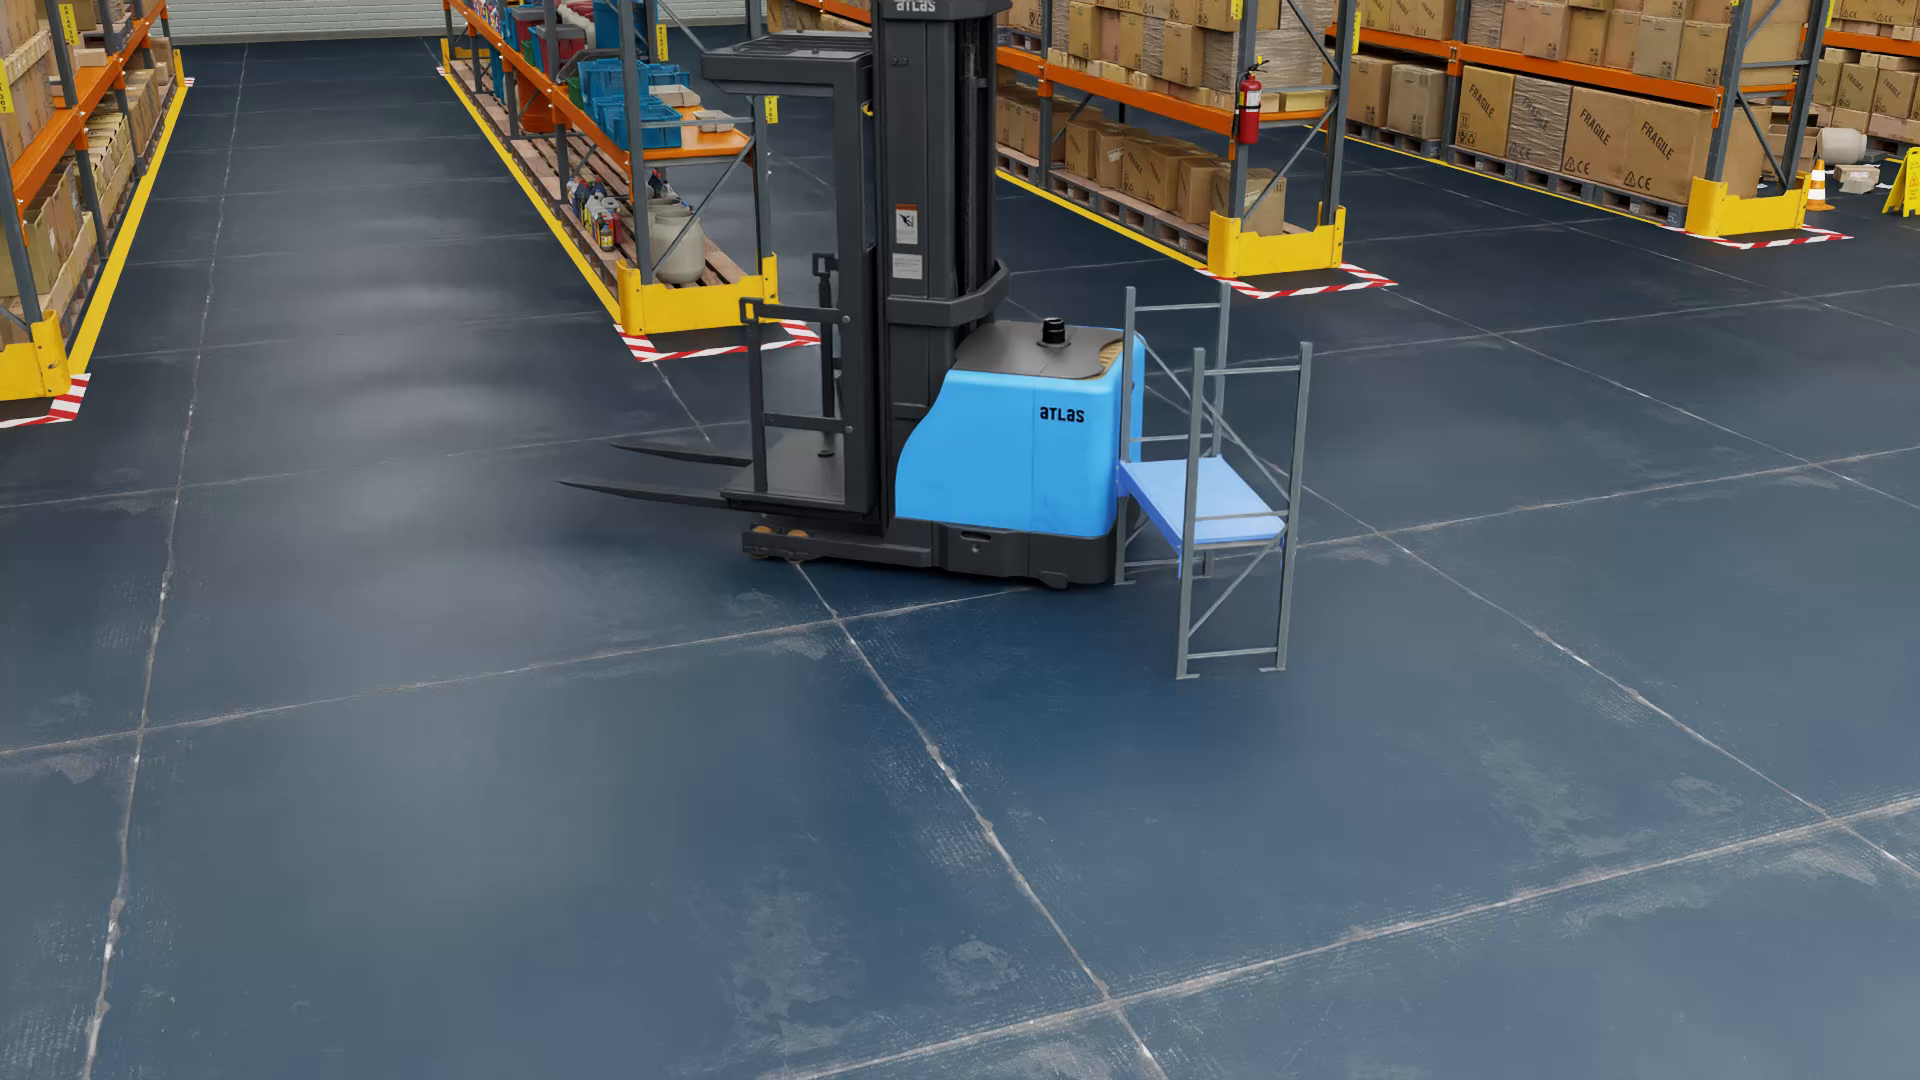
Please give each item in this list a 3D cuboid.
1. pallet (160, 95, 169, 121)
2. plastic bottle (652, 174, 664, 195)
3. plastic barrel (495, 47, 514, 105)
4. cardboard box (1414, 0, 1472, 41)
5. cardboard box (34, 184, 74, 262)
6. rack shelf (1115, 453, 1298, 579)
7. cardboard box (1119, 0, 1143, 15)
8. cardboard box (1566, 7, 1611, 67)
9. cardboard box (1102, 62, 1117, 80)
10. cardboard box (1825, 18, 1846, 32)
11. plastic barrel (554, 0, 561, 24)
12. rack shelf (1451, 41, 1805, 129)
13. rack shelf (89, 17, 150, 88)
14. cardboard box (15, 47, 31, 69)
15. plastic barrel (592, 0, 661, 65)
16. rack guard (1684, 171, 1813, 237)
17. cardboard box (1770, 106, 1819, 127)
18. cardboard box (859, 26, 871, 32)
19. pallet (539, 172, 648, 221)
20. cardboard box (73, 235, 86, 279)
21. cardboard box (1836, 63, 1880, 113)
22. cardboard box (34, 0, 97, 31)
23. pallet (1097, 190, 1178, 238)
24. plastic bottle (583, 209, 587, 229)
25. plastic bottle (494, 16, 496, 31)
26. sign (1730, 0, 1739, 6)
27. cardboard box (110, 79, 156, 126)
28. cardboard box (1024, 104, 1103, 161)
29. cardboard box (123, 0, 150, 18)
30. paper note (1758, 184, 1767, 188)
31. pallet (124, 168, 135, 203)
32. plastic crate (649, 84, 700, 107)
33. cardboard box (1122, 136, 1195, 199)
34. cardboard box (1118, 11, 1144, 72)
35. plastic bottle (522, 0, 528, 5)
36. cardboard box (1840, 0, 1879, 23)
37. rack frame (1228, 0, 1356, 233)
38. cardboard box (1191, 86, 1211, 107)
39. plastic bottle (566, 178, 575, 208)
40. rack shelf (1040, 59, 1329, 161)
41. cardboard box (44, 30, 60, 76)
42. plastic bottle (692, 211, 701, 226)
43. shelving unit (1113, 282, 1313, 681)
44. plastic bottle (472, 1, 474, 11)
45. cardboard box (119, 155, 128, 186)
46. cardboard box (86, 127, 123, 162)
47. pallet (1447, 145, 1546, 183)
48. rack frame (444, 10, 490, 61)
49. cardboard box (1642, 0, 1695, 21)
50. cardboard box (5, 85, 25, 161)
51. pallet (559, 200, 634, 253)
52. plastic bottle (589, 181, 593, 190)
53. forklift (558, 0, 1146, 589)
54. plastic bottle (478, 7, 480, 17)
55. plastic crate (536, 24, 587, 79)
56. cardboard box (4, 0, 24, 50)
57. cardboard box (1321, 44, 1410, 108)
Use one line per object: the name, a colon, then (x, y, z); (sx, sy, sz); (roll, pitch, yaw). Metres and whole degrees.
pallet: (-11.020, -5.660, 21.907); (1.003, 0.211, 1.213); (-8, 24, -19)
plastic bottle: (-2.752, -3.185, 15.288); (0.144, 0.351, 0.185); (-10, 25, -22)
plastic barrel: (-5.717, -6.143, 21.623); (0.600, 0.901, 0.708); (-8, 24, -19)
cardboard box: (5.558, -5.989, 18.969); (0.500, 0.500, 0.500); (-8, 24, -19)
cardboard box: (-7.048, -2.378, 12.563); (0.500, 0.500, 0.500); (-8, 24, -19)
rack shelf: (1.100, -0.127, 7.583); (0.538, 0.185, 1.000); (-4, 23, -10)
cardboard box: (1.779, -5.048, 15.066); (0.500, 0.500, 0.500); (-8, 24, -19)
cardboard box: (6.711, -5.139, 16.887); (0.875, 0.550, 0.500); (-8, 24, -19)
cardboard box: (1.575, -4.460, 15.794); (0.380, 0.149, 0.250); (-8, 24, -19)
cardboard box: (10.536, -6.147, 19.796); (0.380, 0.149, 0.250); (-8, 24, -17)
plastic barrel: (-4.283, -5.856, 18.606); (0.600, 0.536, 0.708); (-8, 24, -19)
rack shelf: (6.699, -4.732, 17.041); (1.077, 0.370, 4.000); (-8, 24, -19)
rack shelf: (-10.072, -5.637, 19.188); (1.077, 0.370, 4.000); (-8, 24, -19)
cardboard box: (-7.209, -3.602, 12.471); (0.380, 0.149, 0.250); (-8, 24, -17)
plastic barrel: (-3.170, -4.880, 15.820); (0.600, 0.901, 0.708); (-8, 24, -19)
rack guard: (7.414, -3.176, 15.642); (1.175, 0.500, 0.348); (-8, 24, -19)
cardboard box: (9.693, -4.779, 19.442); (0.500, 0.500, 0.500); (8, 24, 18)
cardboard box: (-0.629, -6.393, 22.250); (1.225, 0.875, 0.875); (-8, 24, -19)
pallet: (-3.631, -3.462, 16.691); (1.003, 0.211, 1.213); (-8, 24, -19)
cardboard box: (-7.227, -2.214, 13.139); (0.500, 0.250, 0.500); (-8, 24, -19)
cardboard box: (10.743, -5.334, 19.576); (0.500, 0.500, 0.500); (-7, 24, -17)
cardboard box: (-9.694, -5.695, 17.730); (0.700, 0.500, 0.500); (-18, 29, -36)
pallet: (2.021, -3.178, 16.018); (1.003, 0.211, 1.213); (-8, 24, -19)
plastic bottle: (-3.276, -2.855, 14.698); (0.097, 0.201, 0.097); (0, 23, 0)
plastic bottle: (-5.481, -6.151, 19.738); (0.097, 0.201, 0.097); (0, 23, 0)
sign: (6.893, -4.910, 14.741); (0.100, 0.325, 0.005); (-8, 24, -19)
cardboard box: (-9.993, -5.243, 19.979); (0.500, 0.500, 0.500); (-8, 24, -18)
cardboard box: (1.119, -4.423, 18.034); (0.700, 0.500, 0.500); (-10, 25, -23)
cardboard box: (-10.704, -6.964, 21.281); (0.500, 0.500, 0.500); (-8, 24, -18)
paper note: (8.454, -3.755, 17.622); (0.144, 0.017, 0.142); (0, 23, -1)
pallet: (-9.111, -3.652, 17.144); (1.003, 0.211, 1.213); (-8, 24, -19)
plastic crate: (-2.507, -3.790, 14.219); (0.530, 0.136, 0.437); (-8, 24, -19)
cardboard box: (1.922, -3.615, 16.143); (0.500, 0.500, 0.500); (-11, 25, -24)
cardboard box: (1.970, -4.616, 15.327); (0.875, 0.500, 0.500); (-8, 24, -19)
plastic bottle: (-5.582, -6.975, 21.499); (0.144, 0.351, 0.185); (-8, 24, -19)
cardboard box: (10.681, -6.312, 19.351); (0.500, 0.500, 0.500); (-8, 24, -19)
rack frame: (2.729, -3.693, 13.649); (1.000, 3.000, 0.127); (-8, 24, -19)
cardboard box: (2.211, -3.827, 14.291); (0.380, 0.149, 0.250); (-8, 24, -19)
plastic bottle: (-3.615, -3.236, 15.512); (0.097, 0.271, 0.097); (0, 23, 0)
rack shelf: (2.023, -4.088, 15.513); (1.077, 0.370, 4.000); (-8, 24, -19)
cardboard box: (-8.395, -4.307, 14.978); (0.500, 0.500, 0.500); (-7, 24, -15)
plastic bottle: (-2.253, -2.660, 14.146); (0.097, 0.271, 0.097); (0, 23, 0)
shelving unit: (1.100, -0.293, 7.513); (0.538, 1.500, 1.048); (-4, 23, -10)
plastic bottle: (-6.413, -7.128, 21.950); (0.061, 0.283, 0.133); (-8, 24, -19)
cardboard box: (-8.591, -3.641, 16.525); (0.500, 0.250, 0.500); (-8, 24, -18)
cardboard box: (-8.585, -3.898, 16.415); (0.500, 0.311, 0.500); (-9, 24, -19)
pallet: (6.188, -4.218, 18.486); (1.003, 0.211, 1.213); (-8, 24, -19)
rack frame: (-7.557, -8.827, 25.830); (1.000, 3.000, 0.127); (-8, 24, -19)
cardboard box: (7.030, -5.231, 15.715); (0.875, 0.550, 0.550); (-8, 24, -19)
cardboard box: (-7.053, -2.924, 11.696); (0.700, 0.500, 0.500); (-8, 24, -19)
pallet: (-3.119, -2.932, 15.434); (1.003, 0.211, 1.213); (-8, 24, -19)
plastic bottle: (-3.376, -3.143, 15.275); (0.061, 0.283, 0.133); (-8, 24, -19)
forklift: (-0.612, -1.420, 8.345); (3.031, 2.935, 1.130); (6, 24, 15)
plastic bottle: (-6.123, -6.812, 21.305); (0.097, 0.201, 0.097); (0, 23, 0)
plastic crate: (-3.775, -4.630, 15.791); (0.402, 0.464, 0.583); (-8, 24, -19)
cardboard box: (-7.434, -3.906, 12.357); (0.700, 0.500, 0.500); (-8, 24, -19)
cardboard box: (5.022, -5.849, 21.122); (1.050, 0.750, 0.750); (-8, 24, -18)
